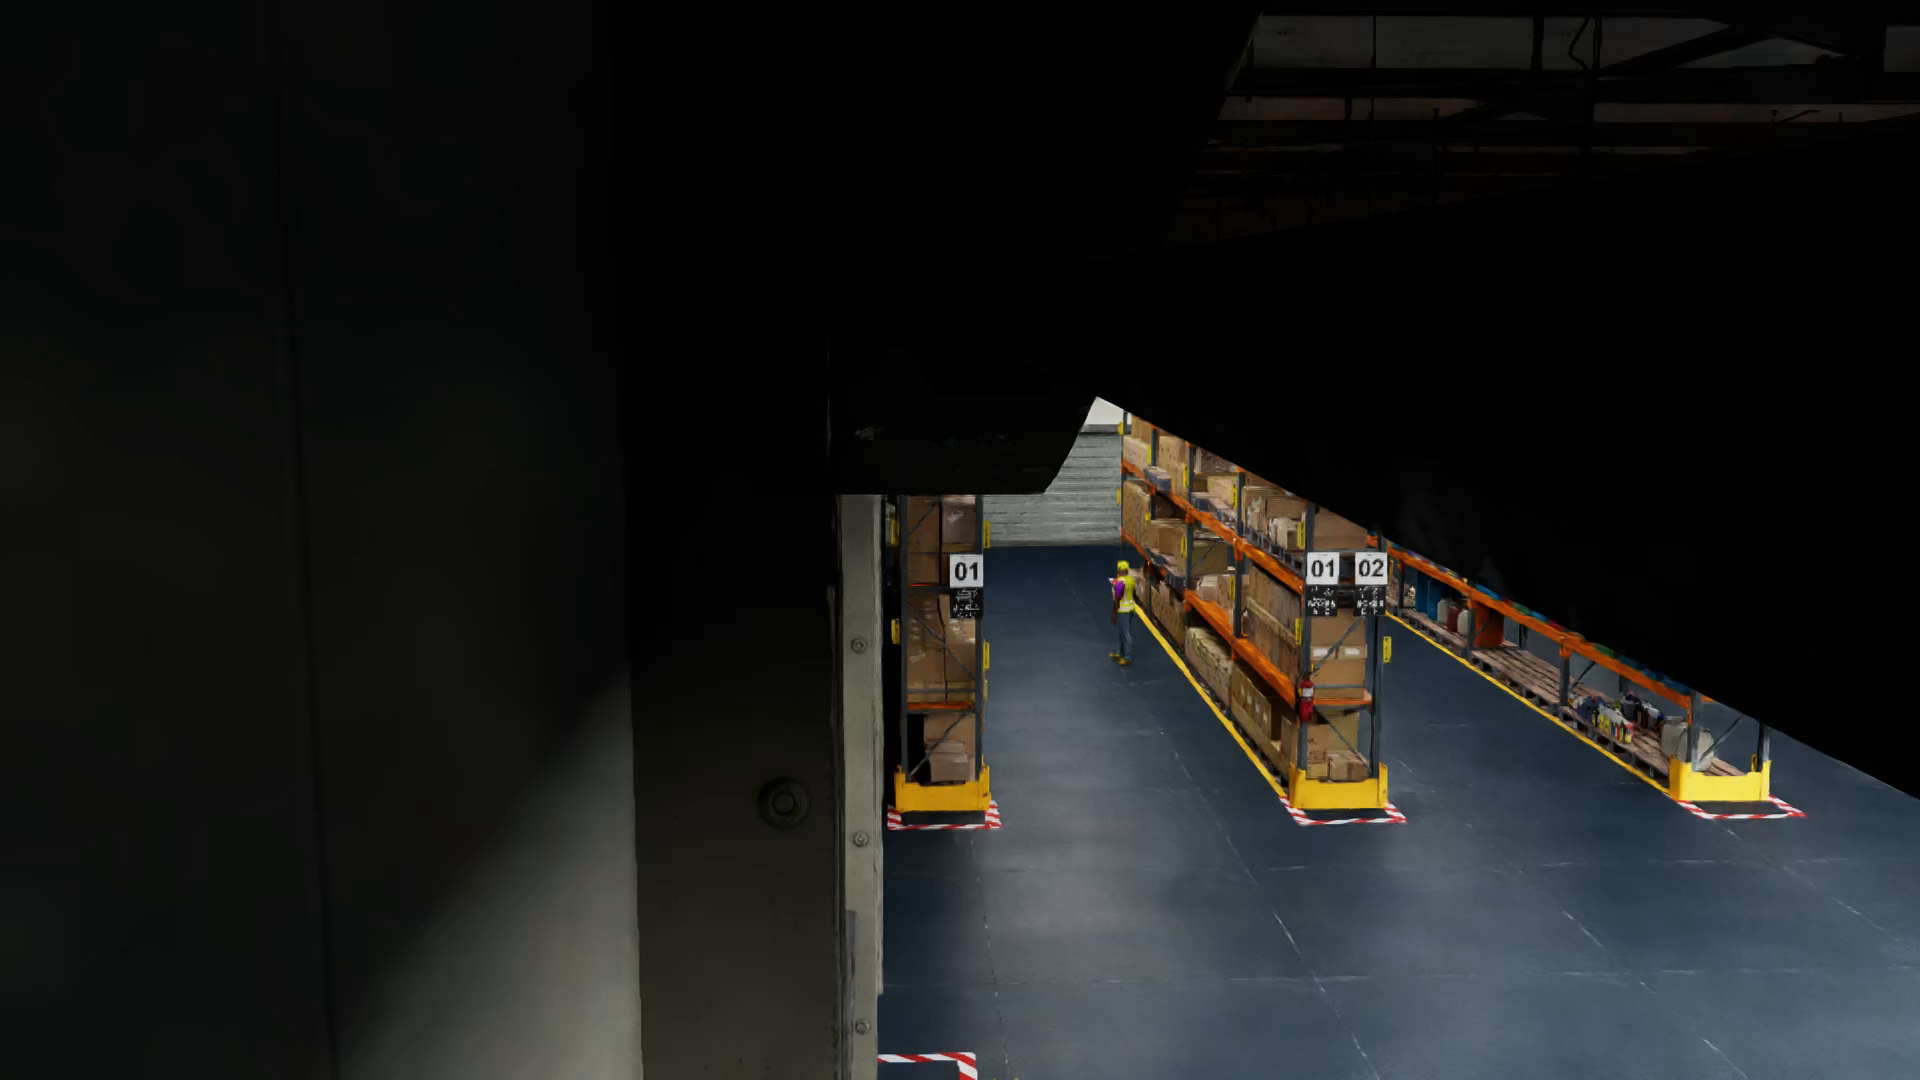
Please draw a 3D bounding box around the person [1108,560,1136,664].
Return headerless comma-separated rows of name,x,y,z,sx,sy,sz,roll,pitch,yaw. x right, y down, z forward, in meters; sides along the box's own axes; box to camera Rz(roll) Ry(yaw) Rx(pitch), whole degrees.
person,2.797,1.217,28.720,0.565,1.765,0.672,4,10,28
